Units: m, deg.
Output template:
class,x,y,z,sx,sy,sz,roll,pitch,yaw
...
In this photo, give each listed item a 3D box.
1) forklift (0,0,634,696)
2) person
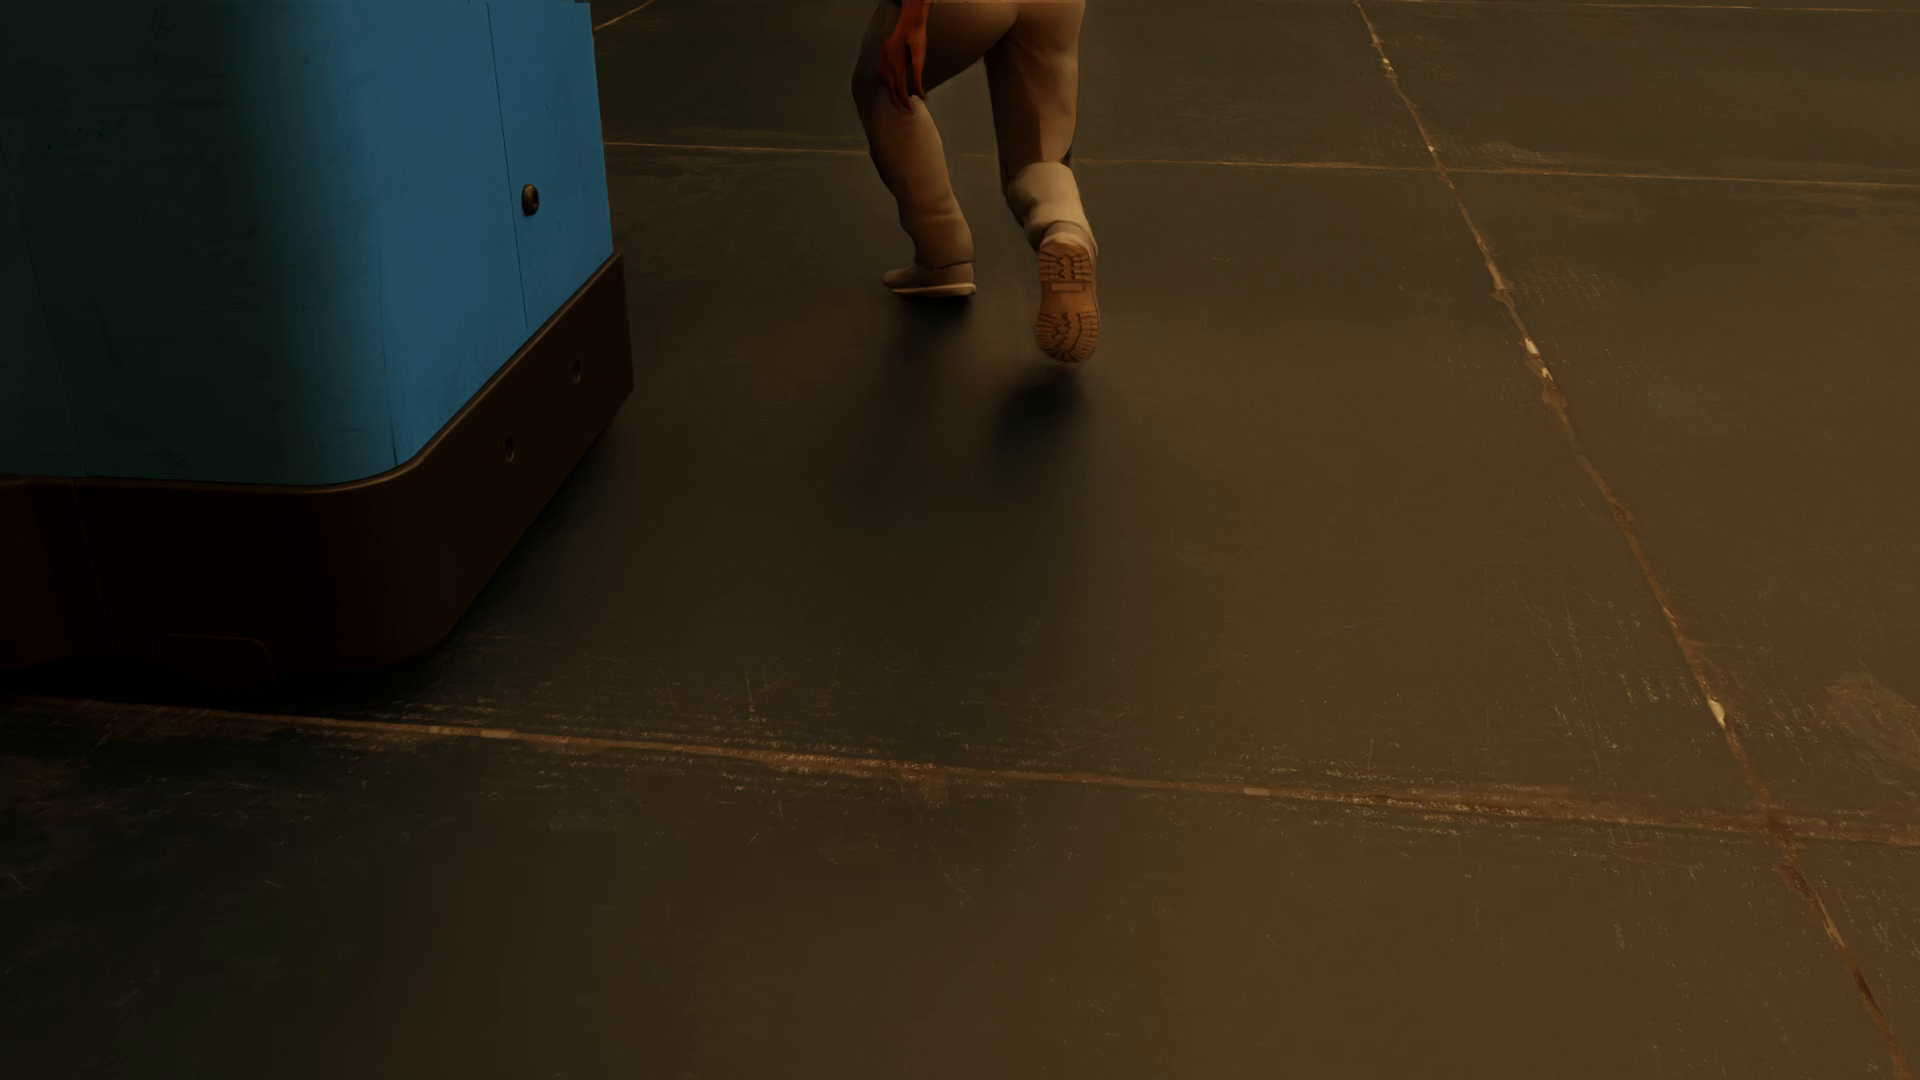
class,x,y,z,sx,sy,sz,roll,pitch,yaw
forklift,-2.111,-1.384,1.990,3.031,2.935,1.130,3,27,5
person,-0.012,-1.044,3.063,0.599,1.442,0.862,-18,32,-32
